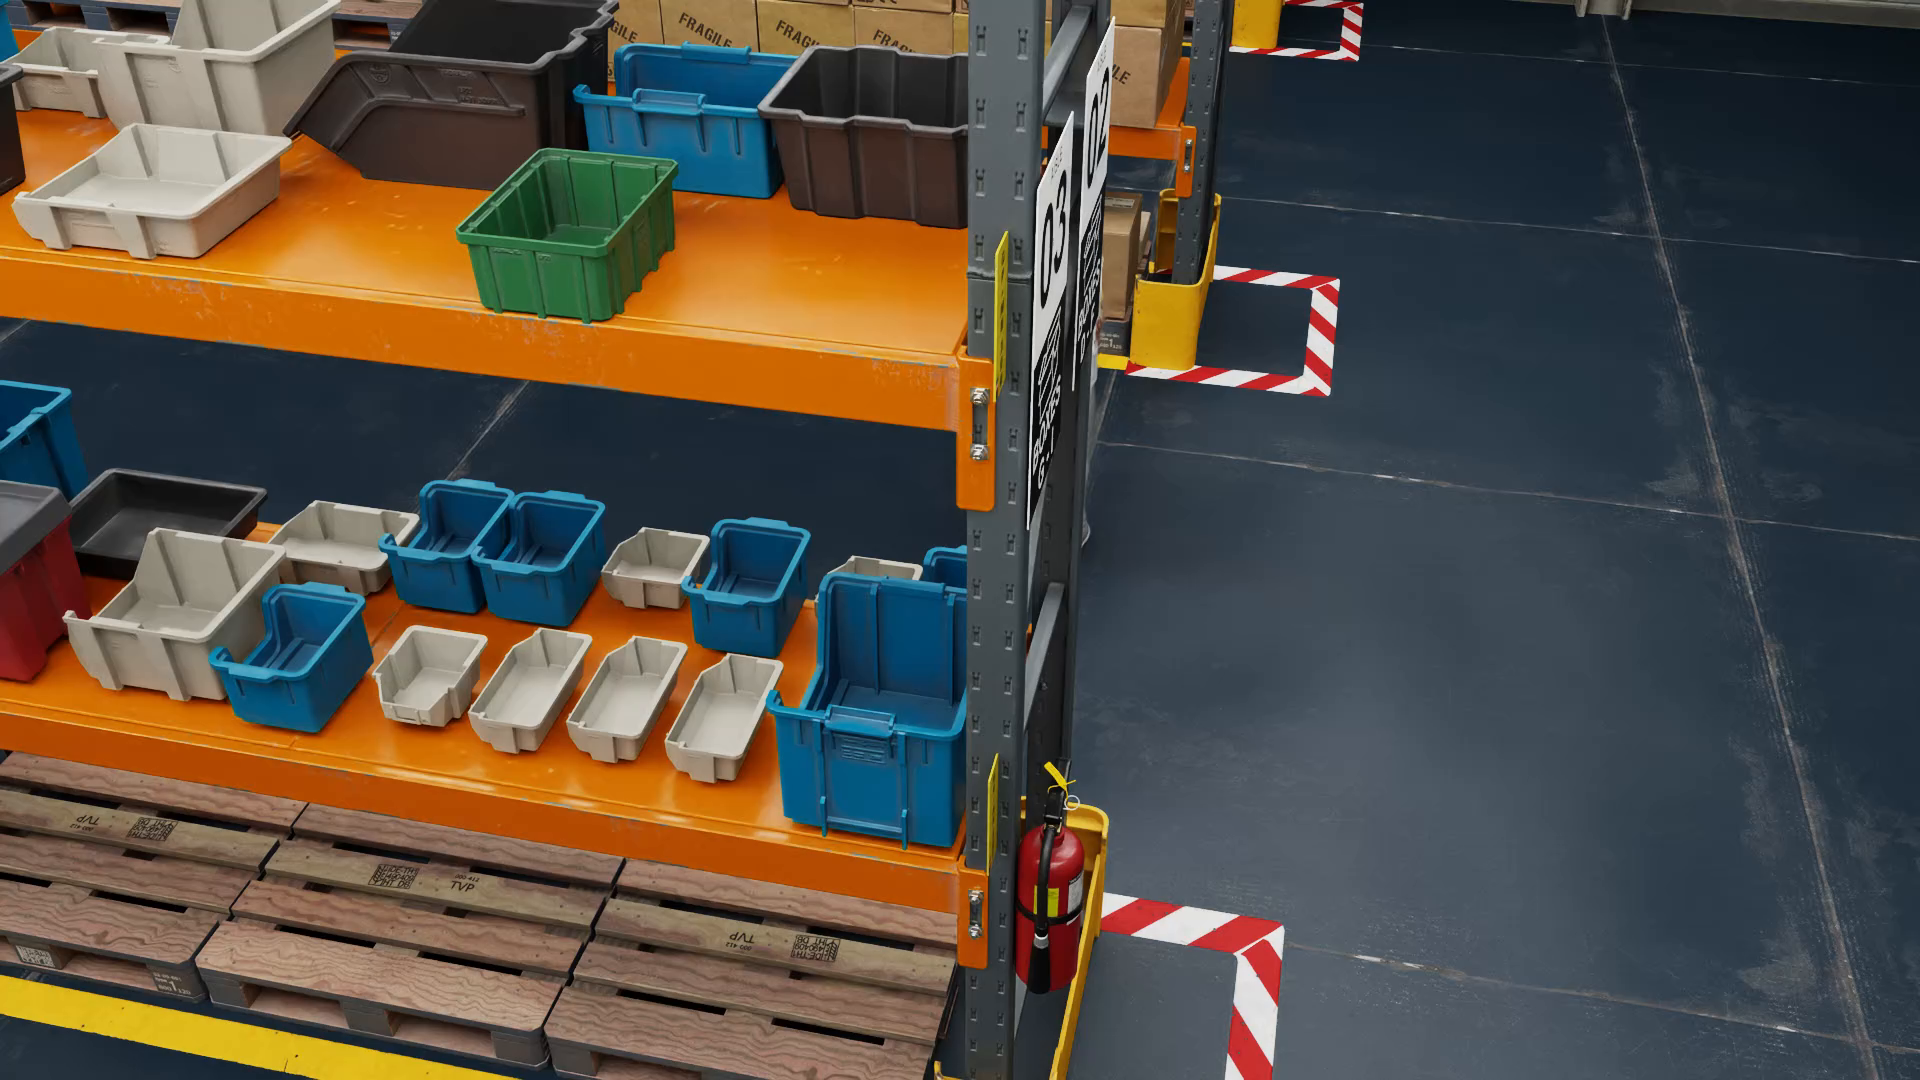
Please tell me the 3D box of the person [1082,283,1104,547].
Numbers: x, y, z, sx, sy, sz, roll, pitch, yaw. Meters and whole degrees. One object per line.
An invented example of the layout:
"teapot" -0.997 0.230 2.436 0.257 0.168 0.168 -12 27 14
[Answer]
"person" 0.363 -0.738 7.128 0.494 1.768 0.566 8 37 10
